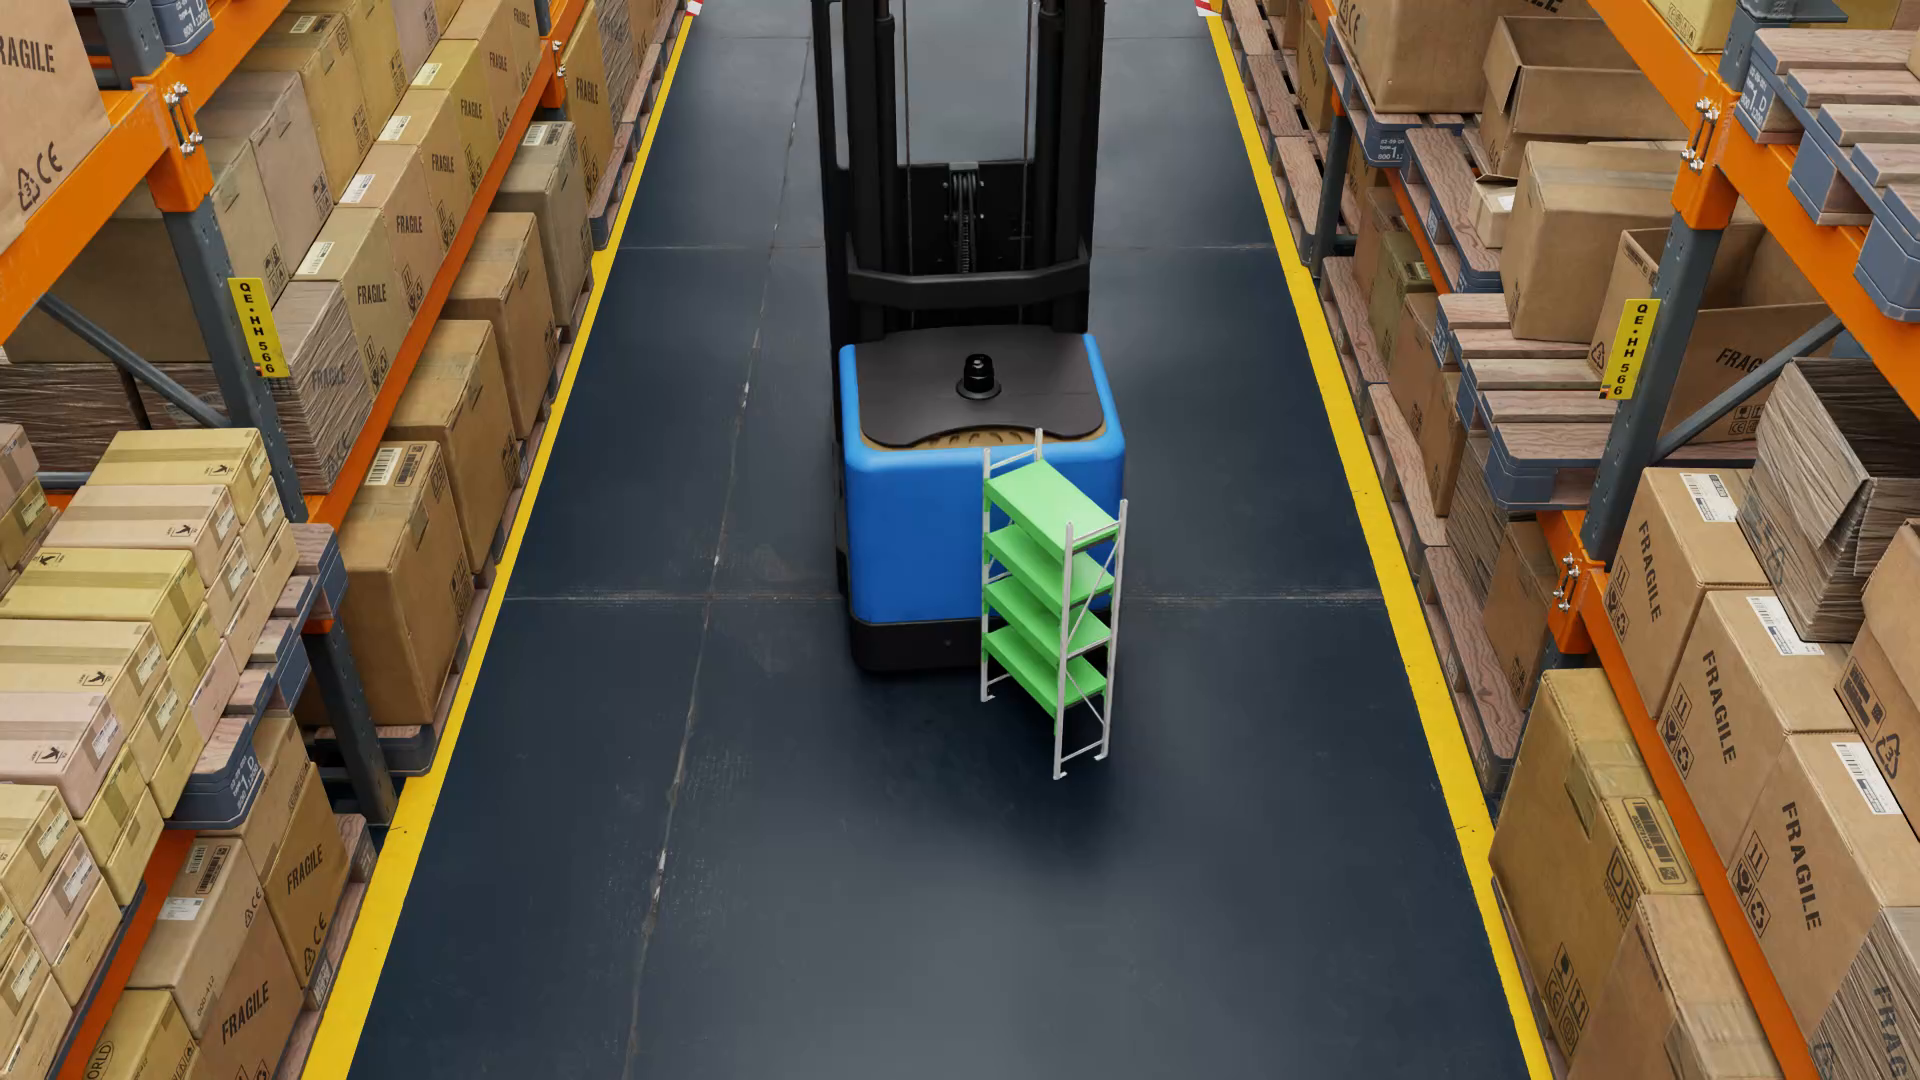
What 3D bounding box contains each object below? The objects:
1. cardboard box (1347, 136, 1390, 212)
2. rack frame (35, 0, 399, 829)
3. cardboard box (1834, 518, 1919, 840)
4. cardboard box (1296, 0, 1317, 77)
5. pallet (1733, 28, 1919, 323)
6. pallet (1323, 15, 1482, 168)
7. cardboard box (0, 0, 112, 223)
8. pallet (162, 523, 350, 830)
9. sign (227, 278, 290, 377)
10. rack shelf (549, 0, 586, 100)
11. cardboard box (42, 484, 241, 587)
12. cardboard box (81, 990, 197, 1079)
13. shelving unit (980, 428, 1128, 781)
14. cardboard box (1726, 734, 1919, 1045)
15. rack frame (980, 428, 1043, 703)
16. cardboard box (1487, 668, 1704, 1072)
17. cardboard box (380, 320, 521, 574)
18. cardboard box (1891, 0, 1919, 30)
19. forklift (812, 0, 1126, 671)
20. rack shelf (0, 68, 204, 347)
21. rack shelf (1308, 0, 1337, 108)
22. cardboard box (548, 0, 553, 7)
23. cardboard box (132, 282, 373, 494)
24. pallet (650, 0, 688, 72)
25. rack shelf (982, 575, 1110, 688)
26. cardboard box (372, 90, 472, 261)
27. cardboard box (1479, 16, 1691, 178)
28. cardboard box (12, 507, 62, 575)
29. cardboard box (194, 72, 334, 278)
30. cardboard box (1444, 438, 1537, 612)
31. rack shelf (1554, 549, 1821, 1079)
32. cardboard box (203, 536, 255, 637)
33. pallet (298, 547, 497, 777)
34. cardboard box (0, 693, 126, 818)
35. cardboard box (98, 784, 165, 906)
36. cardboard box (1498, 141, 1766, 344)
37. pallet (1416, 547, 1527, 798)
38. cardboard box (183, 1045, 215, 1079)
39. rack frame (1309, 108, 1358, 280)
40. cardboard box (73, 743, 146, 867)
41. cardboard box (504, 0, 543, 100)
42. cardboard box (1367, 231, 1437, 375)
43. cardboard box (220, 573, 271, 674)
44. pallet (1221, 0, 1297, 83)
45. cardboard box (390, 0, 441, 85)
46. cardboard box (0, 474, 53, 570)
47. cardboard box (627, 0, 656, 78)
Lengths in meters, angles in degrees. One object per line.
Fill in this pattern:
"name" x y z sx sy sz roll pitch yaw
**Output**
"cardboard box" 2.451 -2.056 9.080 0.500 0.500 0.500 -1 39 -1
"rack frame" -2.544 -0.176 5.070 1.000 3.000 0.127 0 39 0
"cardboard box" 2.399 0.318 3.572 0.797 0.503 0.637 1 39 1
"cardboard box" 2.408 -3.151 10.447 0.500 0.500 0.500 3 39 4
"pallet" 2.470 -0.810 3.615 1.213 0.211 1.003 2 39 2
"pallet" 2.267 -2.064 7.581 1.003 0.211 1.213 0 39 0
"cardboard box" -2.289 -1.028 3.656 0.500 0.500 0.500 0 39 0
"pallet" -2.436 0.345 4.574 1.213 0.211 1.003 0 39 0
"sign" -2.001 -0.603 4.741 0.100 0.325 0.005 0 39 0
"rack shelf" -2.550 -3.647 9.977 1.077 0.370 4.000 0 39 0
"cardboard box" -2.087 -0.010 4.254 0.380 0.149 0.250 0 39 -1
"cardboard box" -2.284 1.404 4.162 0.500 0.250 0.500 1 39 1
"shelving unit" 0.317 0.249 5.980 0.258 1.200 0.503 -22 44 -25
"cardboard box" 2.152 0.792 3.783 0.500 0.500 0.500 -1 39 -1
"rack frame" 0.184 0.120 6.140 0.240 1.200 0.015 -22 44 -25
"cardboard box" 2.397 0.981 4.991 1.225 0.875 0.875 -2 39 -2
"cardboard box" -2.459 -0.389 6.800 1.050 0.750 0.750 1 39 1
"cardboard box" 2.671 -1.522 4.472 0.500 0.250 0.500 1 39 1
"forklift" -0.028 -1.542 6.830 1.130 2.935 3.031 -3 39 -4
"rack shelf" -2.541 0.185 2.797 1.077 0.370 4.000 0 39 0
"rack shelf" 2.410 -3.587 9.903 1.077 0.370 4.000 0 39 0
"cardboard box" -2.561 -2.966 8.433 0.875 0.550 0.550 0 39 0
"cardboard box" -2.274 -0.496 5.390 0.500 0.500 0.500 0 39 0
"pallet" -2.474 -3.590 11.561 1.003 0.211 1.213 0 39 0
"rack shelf" 0.317 0.298 6.020 0.258 0.148 0.480 -22 44 -25
"cardboard box" -2.276 -1.440 6.569 0.500 0.500 0.500 0 39 -1
"cardboard box" 2.506 -1.738 6.601 0.797 0.503 0.637 4 39 5
"cardboard box" -2.745 0.039 4.668 0.380 0.149 0.250 -1 39 -1
"cardboard box" -2.536 -1.202 5.472 0.700 0.500 0.500 -1 39 -1
"cardboard box" 2.382 -0.078 6.596 0.700 0.500 0.500 -3 39 -4
"rack shelf" 2.419 1.415 3.660 1.077 0.370 4.000 0 39 0
"cardboard box" -2.086 0.118 4.331 0.380 0.149 0.250 1 39 2
"pallet" -2.469 0.419 6.558 1.003 0.211 1.213 0 39 0
"cardboard box" -2.088 0.471 3.653 0.380 0.149 0.250 0 39 0
"cardboard box" -2.086 0.707 3.834 0.380 0.149 0.250 -2 39 -2
"cardboard box" 2.275 -1.006 5.690 0.700 0.500 0.500 5 39 7
"pallet" 2.417 0.483 6.478 1.003 0.211 1.213 0 39 0
"cardboard box" -2.268 1.703 4.390 0.500 0.500 0.500 -2 39 -2
"rack frame" 2.412 -2.617 8.117 1.000 3.000 0.127 0 39 0
"cardboard box" -2.085 0.595 3.736 0.380 0.149 0.250 0 39 0
"cardboard box" -2.280 -2.390 7.754 0.500 0.500 0.500 0 39 0
"cardboard box" 2.373 -1.131 7.910 0.700 0.500 0.500 0 39 0
"cardboard box" -2.085 0.222 4.439 0.380 0.149 0.250 0 39 0
"pallet" 2.373 -3.475 11.418 1.003 0.211 1.213 0 39 0
"cardboard box" -2.539 -2.158 6.665 0.700 0.500 0.500 0 39 0
"cardboard box" -2.744 -0.055 4.547 0.380 0.149 0.250 2 39 2
"cardboard box" -2.483 -3.539 10.631 0.875 0.875 0.875 -1 39 -1
